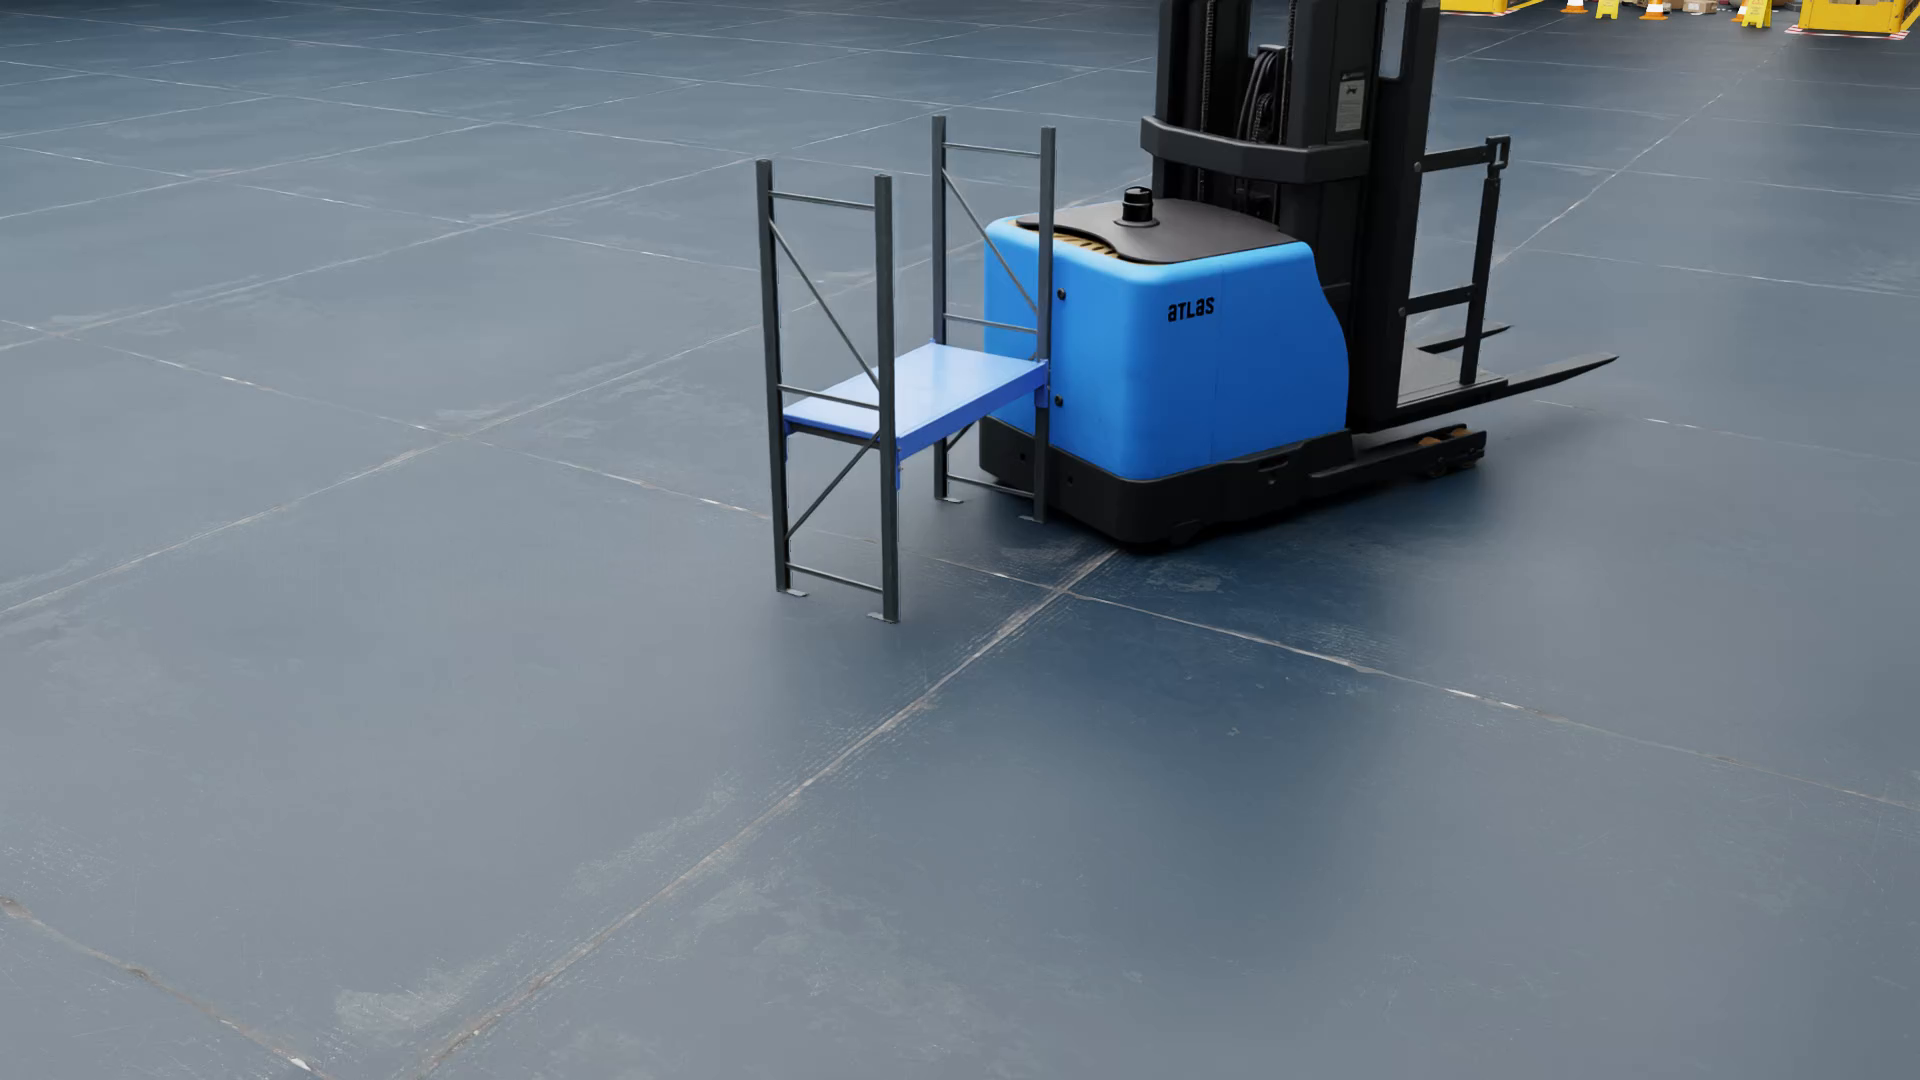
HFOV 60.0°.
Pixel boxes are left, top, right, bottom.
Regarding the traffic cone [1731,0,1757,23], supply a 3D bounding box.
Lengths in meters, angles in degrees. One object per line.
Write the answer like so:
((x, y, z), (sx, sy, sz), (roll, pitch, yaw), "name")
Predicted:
((10.581, -7.206, 22.313), (0.336, 0.463, 0.334), (14, 27, 29), "traffic cone")

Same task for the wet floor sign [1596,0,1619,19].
((8.859, -7.453, 22.654), (0.267, 0.644, 0.232), (9, 25, 20), "wet floor sign")

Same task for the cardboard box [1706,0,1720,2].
((11.307, -8.225, 24.915), (0.258, 0.266, 0.396), (-3, 24, -7), "cardboard box")

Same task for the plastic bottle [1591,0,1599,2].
((9.561, -8.054, 24.777), (0.283, 0.061, 0.133), (5, 24, 11), "plastic bottle")

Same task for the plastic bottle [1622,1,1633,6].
((9.741, -7.839, 24.280), (0.133, 0.061, 0.283), (5, 24, 11), "plastic bottle")

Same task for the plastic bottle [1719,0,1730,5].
((11.286, -7.914, 24.454), (0.133, 0.061, 0.283), (20, 30, 38), "plastic bottle")

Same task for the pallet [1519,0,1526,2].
((8.191, -8.375, 25.330), (1.003, 0.211, 1.213), (14, 27, 29), "pallet")

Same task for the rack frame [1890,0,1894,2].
((11.450, -7.955, 20.850), (1.000, 3.000, 0.127), (14, 27, 29), "rack frame")

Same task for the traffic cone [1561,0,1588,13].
((8.678, -7.676, 23.398), (0.336, 0.463, 0.334), (14, 27, 29), "traffic cone")

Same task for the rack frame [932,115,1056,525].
((0.116, -0.803, 6.216), (0.500, 1.500, 0.032), (14, 27, 29), "rack frame")

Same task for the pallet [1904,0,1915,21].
((12.593, -7.378, 23.027), (1.003, 0.211, 1.213), (14, 27, 29), "pallet")

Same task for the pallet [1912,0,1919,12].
((13.236, -7.791, 23.982), (1.003, 0.211, 1.213), (14, 27, 29), "pallet")

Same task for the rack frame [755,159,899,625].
((-0.426, -0.461, 5.427), (0.500, 1.500, 0.032), (14, 27, 29), "rack frame")

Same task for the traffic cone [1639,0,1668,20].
((9.459, -7.324, 22.586), (0.336, 0.463, 0.334), (14, 27, 29), "traffic cone")

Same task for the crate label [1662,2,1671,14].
((9.821, -7.453, 23.293), (0.250, 0.136, 0.298), (1, 23, 2), "crate label")

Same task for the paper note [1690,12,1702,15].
((10.258, -7.329, 23.140), (0.148, 0.019, 0.142), (5, 24, 11), "paper note")

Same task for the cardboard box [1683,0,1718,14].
((10.425, -7.512, 23.415), (0.250, 0.149, 0.380), (-12, 26, -26), "cardboard box")

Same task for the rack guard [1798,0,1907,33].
((11.490, -6.833, 21.406), (1.175, 0.500, 0.348), (14, 27, 29), "rack guard")

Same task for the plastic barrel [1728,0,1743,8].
((11.254, -7.787, 23.705), (0.421, 0.421, 0.512), (-7, 24, -17), "plastic barrel")

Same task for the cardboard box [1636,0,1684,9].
((10.226, -7.933, 23.941), (0.797, 0.503, 0.637), (-3, 24, -7), "cardboard box")

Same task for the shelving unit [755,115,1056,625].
((-0.155, -0.632, 5.821), (0.538, 1.500, 1.048), (14, 27, 29), "shelving unit")

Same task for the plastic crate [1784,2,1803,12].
((12.035, -7.607, 23.721), (0.402, 0.080, 0.583), (5, 24, 11), "plastic crate")

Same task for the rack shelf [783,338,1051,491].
((-0.155, -0.467, 5.893), (0.538, 0.185, 1.000), (14, 27, 29), "rack shelf")

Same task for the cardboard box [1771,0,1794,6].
((11.839, -8.082, 24.288), (0.500, 0.500, 0.500), (-7, 24, -17), "cardboard box")

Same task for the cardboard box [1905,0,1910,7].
((12.386, -7.271, 22.202), (0.500, 0.250, 0.500), (15, 28, 31), "cardboard box")

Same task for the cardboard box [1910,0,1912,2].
((12.664, -7.458, 22.633), (0.500, 0.250, 0.500), (16, 28, 32), "cardboard box")

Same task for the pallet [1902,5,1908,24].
((11.949, -6.968, 22.079), (1.003, 0.211, 1.213), (14, 27, 29), "pallet")

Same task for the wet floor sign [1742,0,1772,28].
((10.441, -7.035, 21.687), (0.232, 0.644, 0.267), (-17, 29, -35), "wet floor sign")

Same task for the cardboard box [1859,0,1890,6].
((12.111, -7.100, 21.808), (0.500, 0.250, 0.500), (14, 27, 29), "cardboard box")

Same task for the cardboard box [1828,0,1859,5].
((11.661, -7.223, 22.092), (0.500, 0.250, 0.500), (14, 27, 29), "cardboard box")

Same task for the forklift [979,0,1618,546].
((1.585, -1.759, 6.624), (3.031, 2.935, 1.130), (-15, 28, -31), "forklift")

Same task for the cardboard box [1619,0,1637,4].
((9.960, -8.087, 24.597), (0.396, 0.266, 0.258), (20, 30, 38), "cardboard box")

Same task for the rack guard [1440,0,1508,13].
((7.179, -7.803, 23.645), (1.175, 0.500, 0.348), (14, 27, 29), "rack guard")

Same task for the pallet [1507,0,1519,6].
((7.547, -7.965, 24.382), (1.003, 0.211, 1.213), (14, 27, 29), "pallet")
